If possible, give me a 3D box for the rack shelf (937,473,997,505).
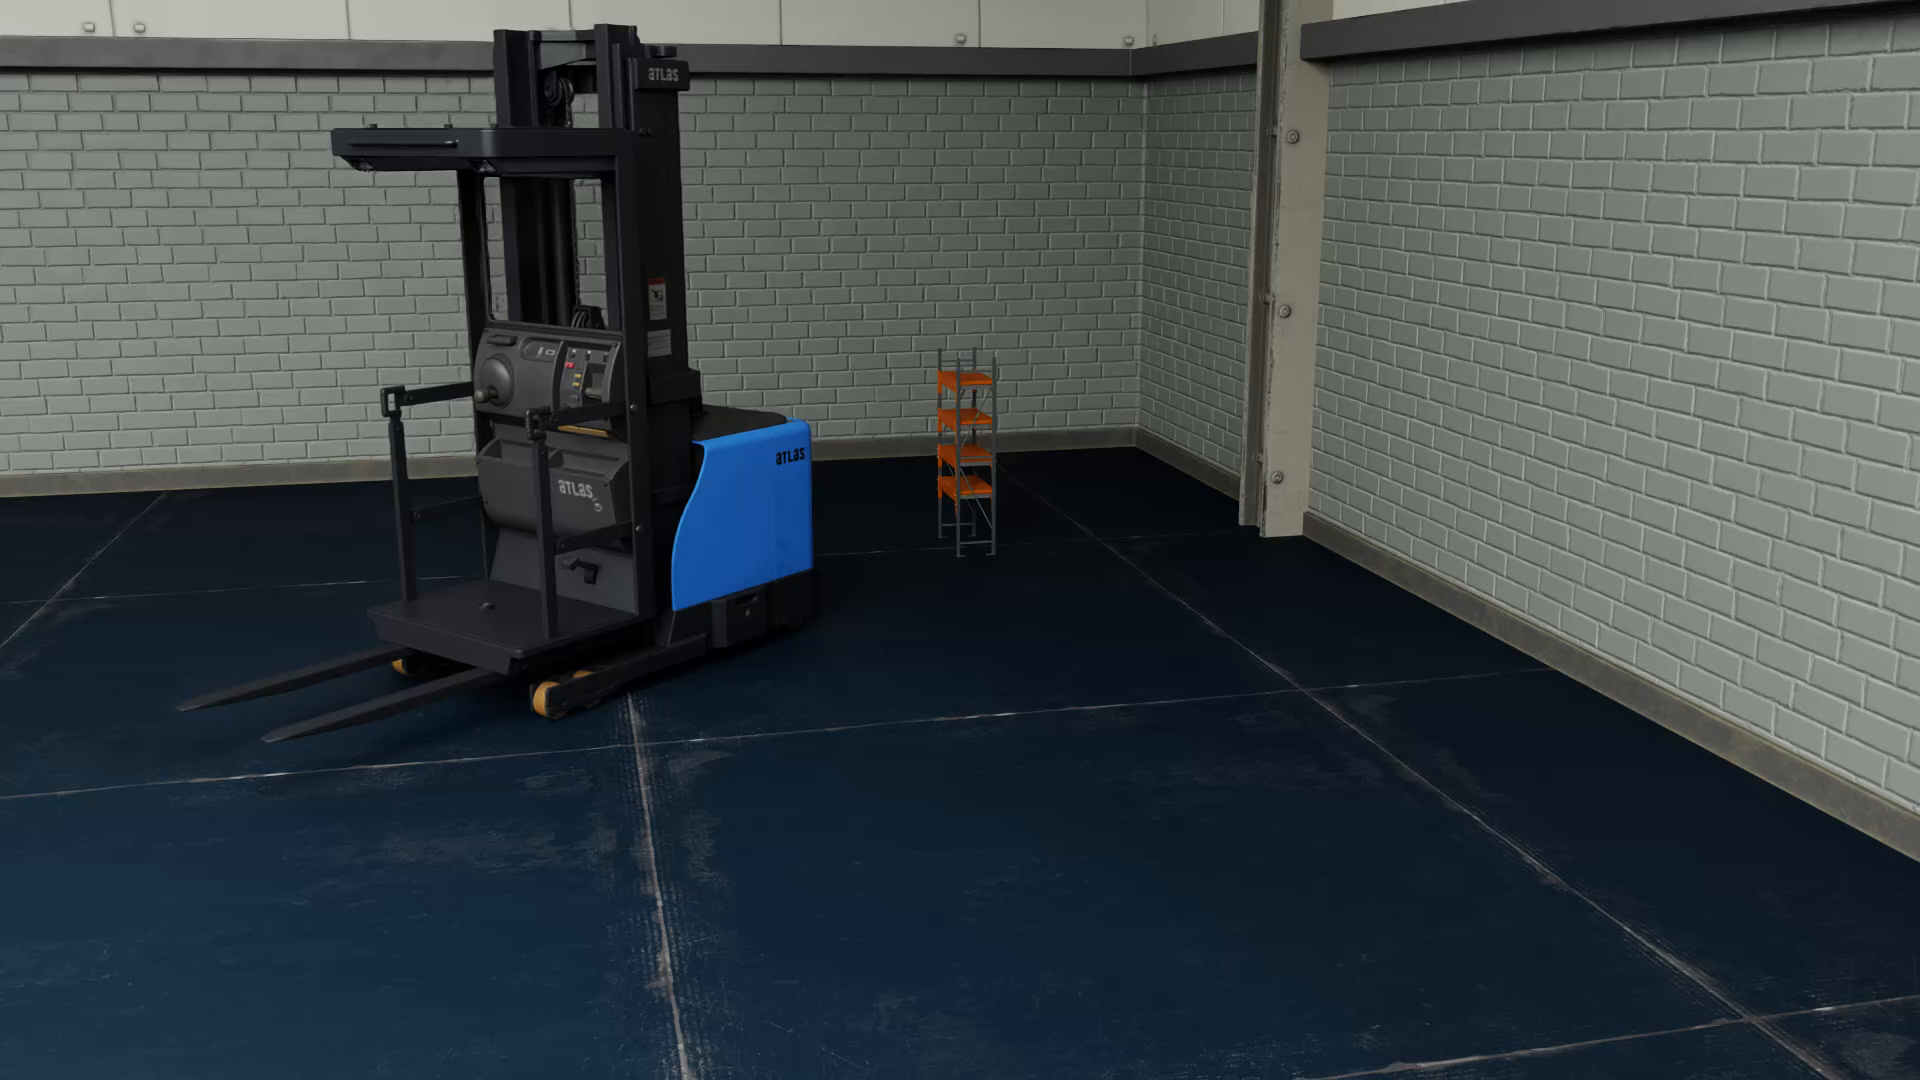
[{"bbox_3d":[0.039,-0.286,10.191,0.258,0.148,0.480,-3,14,-13],"label":"rack shelf"}]

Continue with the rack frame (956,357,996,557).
[{"bbox_3d":[0.096,-0.488,9.898,0.240,1.200,0.015,-3,14,-13],"label":"rack frame"}]

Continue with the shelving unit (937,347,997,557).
[{"bbox_3d":[0.039,-0.545,10.128,0.258,1.200,0.503,-3,14,-13],"label":"shelving unit"}]

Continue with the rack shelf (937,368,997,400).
[{"bbox_3d":[0.039,-0.926,10.035,0.258,0.148,0.480,-3,14,-13],"label":"rack shelf"}]

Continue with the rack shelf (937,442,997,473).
[{"bbox_3d":[0.039,-0.479,10.144,0.258,0.148,0.480,-3,14,-13],"label":"rack shelf"}]

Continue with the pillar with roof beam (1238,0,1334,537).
[{"bbox_3d":[-2.171,-4.202,8.668,9.100,9.000,0.400,-3,14,-13],"label":"pillar with roof beam"}]

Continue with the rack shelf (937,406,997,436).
[{"bbox_3d":[0.039,-0.697,10.091,0.258,0.148,0.480,-3,14,-13],"label":"rack shelf"}]

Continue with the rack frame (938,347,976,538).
[{"bbox_3d":[-0.018,-0.601,10.359,0.240,1.200,0.015,-3,14,-13],"label":"rack frame"}]

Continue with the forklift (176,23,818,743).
[{"bbox_3d":[-2.011,-0.774,7.419,1.130,2.935,3.031,10,17,35],"label":"forklift"}]
